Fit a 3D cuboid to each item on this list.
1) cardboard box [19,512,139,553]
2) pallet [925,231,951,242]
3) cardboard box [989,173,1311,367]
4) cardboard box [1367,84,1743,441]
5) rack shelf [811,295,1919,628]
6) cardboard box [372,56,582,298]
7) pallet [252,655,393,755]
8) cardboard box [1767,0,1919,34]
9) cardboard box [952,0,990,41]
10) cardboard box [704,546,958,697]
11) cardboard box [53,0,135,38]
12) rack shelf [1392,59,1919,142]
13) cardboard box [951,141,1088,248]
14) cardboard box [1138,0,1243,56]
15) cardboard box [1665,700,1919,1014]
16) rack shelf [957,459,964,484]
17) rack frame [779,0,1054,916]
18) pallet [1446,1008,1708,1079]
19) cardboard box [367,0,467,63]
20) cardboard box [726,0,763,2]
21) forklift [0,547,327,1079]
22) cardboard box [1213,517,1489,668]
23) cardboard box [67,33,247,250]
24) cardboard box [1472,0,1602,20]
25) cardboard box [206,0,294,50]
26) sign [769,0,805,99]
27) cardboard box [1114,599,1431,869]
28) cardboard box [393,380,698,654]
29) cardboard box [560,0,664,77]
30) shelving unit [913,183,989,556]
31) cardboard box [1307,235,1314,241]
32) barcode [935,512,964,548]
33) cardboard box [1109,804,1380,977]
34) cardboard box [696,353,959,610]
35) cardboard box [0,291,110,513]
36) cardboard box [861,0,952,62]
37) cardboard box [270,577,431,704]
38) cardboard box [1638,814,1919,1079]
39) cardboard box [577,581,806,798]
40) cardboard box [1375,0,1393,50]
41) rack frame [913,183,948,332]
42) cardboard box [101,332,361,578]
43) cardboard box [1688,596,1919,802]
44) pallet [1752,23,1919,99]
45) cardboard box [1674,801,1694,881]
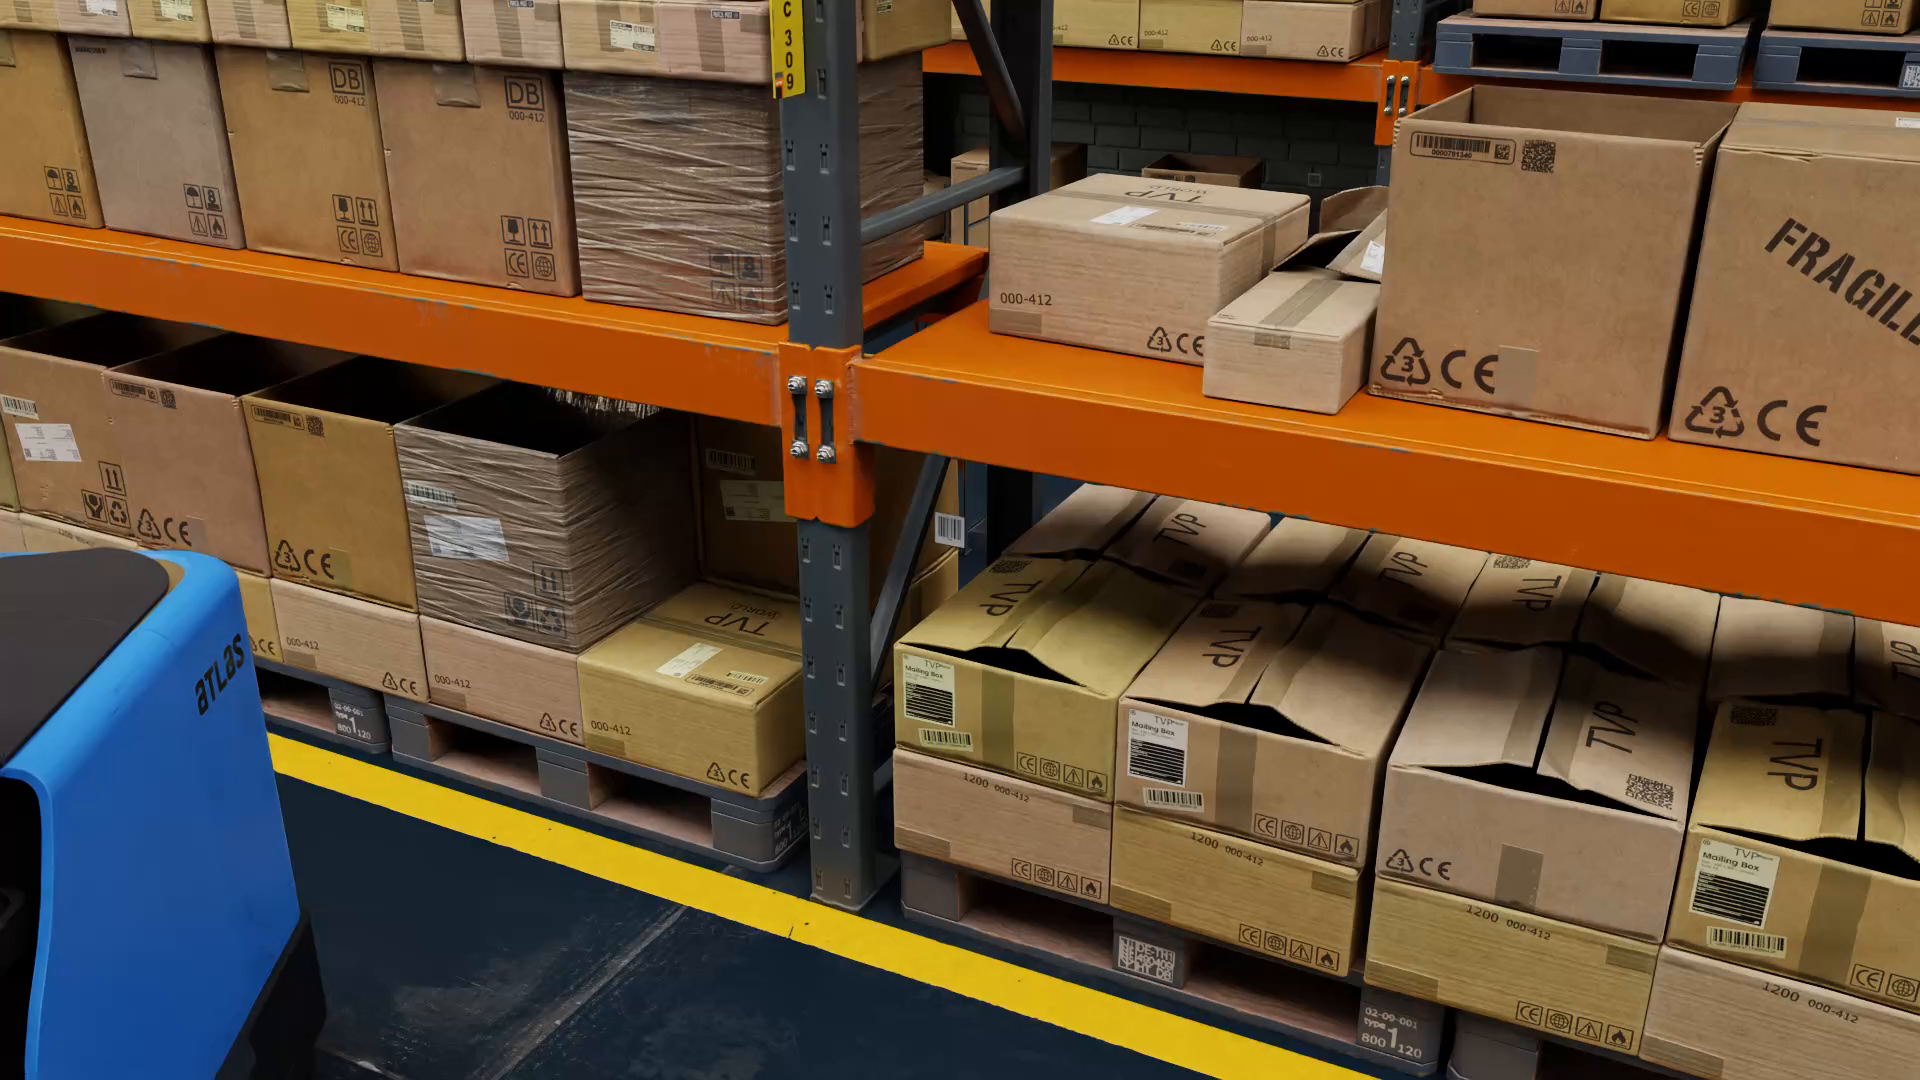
[{"bbox_3d":[-2.359,-0.003,4.902,0.500,0.250,0.500,11,25,25],"label":"cardboard box"},{"bbox_3d":[-0.622,-1.702,9.481,1.213,0.211,1.003,11,25,25],"label":"pallet"},{"bbox_3d":[0.398,-0.576,3.464,0.500,0.250,0.500,13,26,28],"label":"cardboard box"},{"bbox_3d":[1.087,-0.529,3.032,0.500,0.500,0.500,13,26,28],"label":"cardboard box"},{"bbox_3d":[1.724,-0.033,2.913,4.000,0.370,1.077,11,25,25],"label":"rack shelf"},{"bbox_3d":[-0.933,-0.930,3.976,0.500,0.500,0.700,11,25,24],"label":"cardboard box"},{"bbox_3d":[-1.845,0.196,5.019,1.213,0.211,1.003,11,25,25],"label":"pallet"},{"bbox_3d":[3.707,-2.388,6.842,0.500,0.500,0.700,15,27,32],"label":"cardboard box"},{"bbox_3d":[0.265,-2.628,8.263,0.500,0.250,0.500,11,26,25],"label":"cardboard box"},{"bbox_3d":[-0.338,0.167,4.500,0.500,0.250,0.500,11,25,25],"label":"cardboard box"},{"bbox_3d":[-2.006,-1.352,4.139,0.250,0.149,0.380,11,26,25],"label":"cardboard box"},{"bbox_3d":[3.956,-1.763,6.983,4.000,0.370,1.077,11,25,25],"label":"rack shelf"},{"bbox_3d":[0.319,-1.805,8.793,0.500,0.500,0.700,10,25,21],"label":"cardboard box"},{"bbox_3d":[1.170,-2.456,7.859,0.500,0.250,0.500,11,26,25],"label":"cardboard box"},{"bbox_3d":[1.568,0.528,2.936,0.500,0.311,0.500,12,26,26],"label":"cardboard box"},{"bbox_3d":[-0.013,-0.293,5.633,0.180,0.103,0.258,11,25,25],"label":"rack shelf"},{"bbox_3d":[-0.061,-0.717,3.603,0.127,3.000,1.000,11,25,25],"label":"rack frame"},{"bbox_3d":[1.707,0.898,3.369,1.213,0.211,1.003,11,25,25],"label":"pallet"},{"bbox_3d":[-1.090,-1.170,3.713,0.250,0.149,0.380,11,25,24],"label":"cardboard box"},{"bbox_3d":[-0.460,-1.436,3.508,0.500,0.500,0.700,11,26,25],"label":"cardboard box"},{"bbox_3d":[-1.733,0.236,1.450,1.130,2.935,3.031,-1,23,-2],"label":"forklift"},{"bbox_3d":[0.897,0.158,3.805,0.500,0.311,0.500,12,26,26],"label":"cardboard box"},{"bbox_3d":[-1.837,-1.110,4.399,0.500,0.500,0.700,12,26,26],"label":"cardboard box"},{"bbox_3d":[2.610,-2.594,7.328,0.500,0.500,0.700,11,26,25],"label":"cardboard box"},{"bbox_3d":[-1.533,-1.259,3.922,0.250,0.149,0.380,12,26,26],"label":"cardboard box"},{"bbox_3d":[-0.310,-0.958,2.962,0.005,0.325,0.100,11,25,25],"label":"sign"},{"bbox_3d":[0.640,0.347,3.361,0.500,0.311,0.500,11,25,24],"label":"cardboard box"},{"bbox_3d":[-1.014,-0.088,4.142,0.500,0.500,0.500,11,25,25],"label":"cardboard box"},{"bbox_3d":[-0.620,-1.079,3.498,0.250,0.149,0.380,11,25,23],"label":"cardboard box"},{"bbox_3d":[-0.013,-0.555,5.521,0.189,1.200,0.258,11,25,25],"label":"shelving unit"},{"bbox_3d":[1.680,-1.430,8.338,0.250,0.166,0.380,8,24,18],"label":"cardboard box"},{"bbox_3d":[-0.021,-0.020,3.370,0.075,0.075,0.001,11,25,25],"label":"barcode"},{"bbox_3d":[0.643,0.604,3.475,0.500,0.250,0.500,12,26,26],"label":"cardboard box"},{"bbox_3d":[-0.334,-0.181,4.362,0.500,0.500,0.500,11,25,25],"label":"cardboard box"},{"bbox_3d":[-2.805,-0.436,4.961,0.500,0.500,0.500,11,25,25],"label":"cardboard box"},{"bbox_3d":[-0.213,-1.177,3.727,0.250,0.149,0.380,11,25,24],"label":"cardboard box"},{"bbox_3d":[-1.468,0.175,4.483,0.500,0.250,0.500,11,25,25],"label":"cardboard box"},{"bbox_3d":[1.560,0.784,3.050,0.500,0.250,0.500,12,26,26],"label":"cardboard box"},{"bbox_3d":[-0.573,0.350,4.072,0.500,0.250,0.500,11,25,25],"label":"cardboard box"},{"bbox_3d":[1.848,-2.546,8.069,0.500,0.250,0.500,11,26,25],"label":"cardboard box"},{"bbox_3d":[-0.095,-0.571,5.559,0.006,1.200,0.240,11,25,25],"label":"rack frame"},{"bbox_3d":[-1.915,-0.258,4.543,0.500,0.500,0.500,11,25,25],"label":"cardboard box"},{"bbox_3d":[1.788,0.337,3.385,0.500,0.311,0.500,11,25,24],"label":"cardboard box"},{"bbox_3d":[3.955,-1.988,6.838,1.213,0.211,1.003,11,25,25],"label":"pallet"},{"bbox_3d":[1.801,0.598,3.489,0.500,0.250,0.500,12,26,26],"label":"cardboard box"}]
